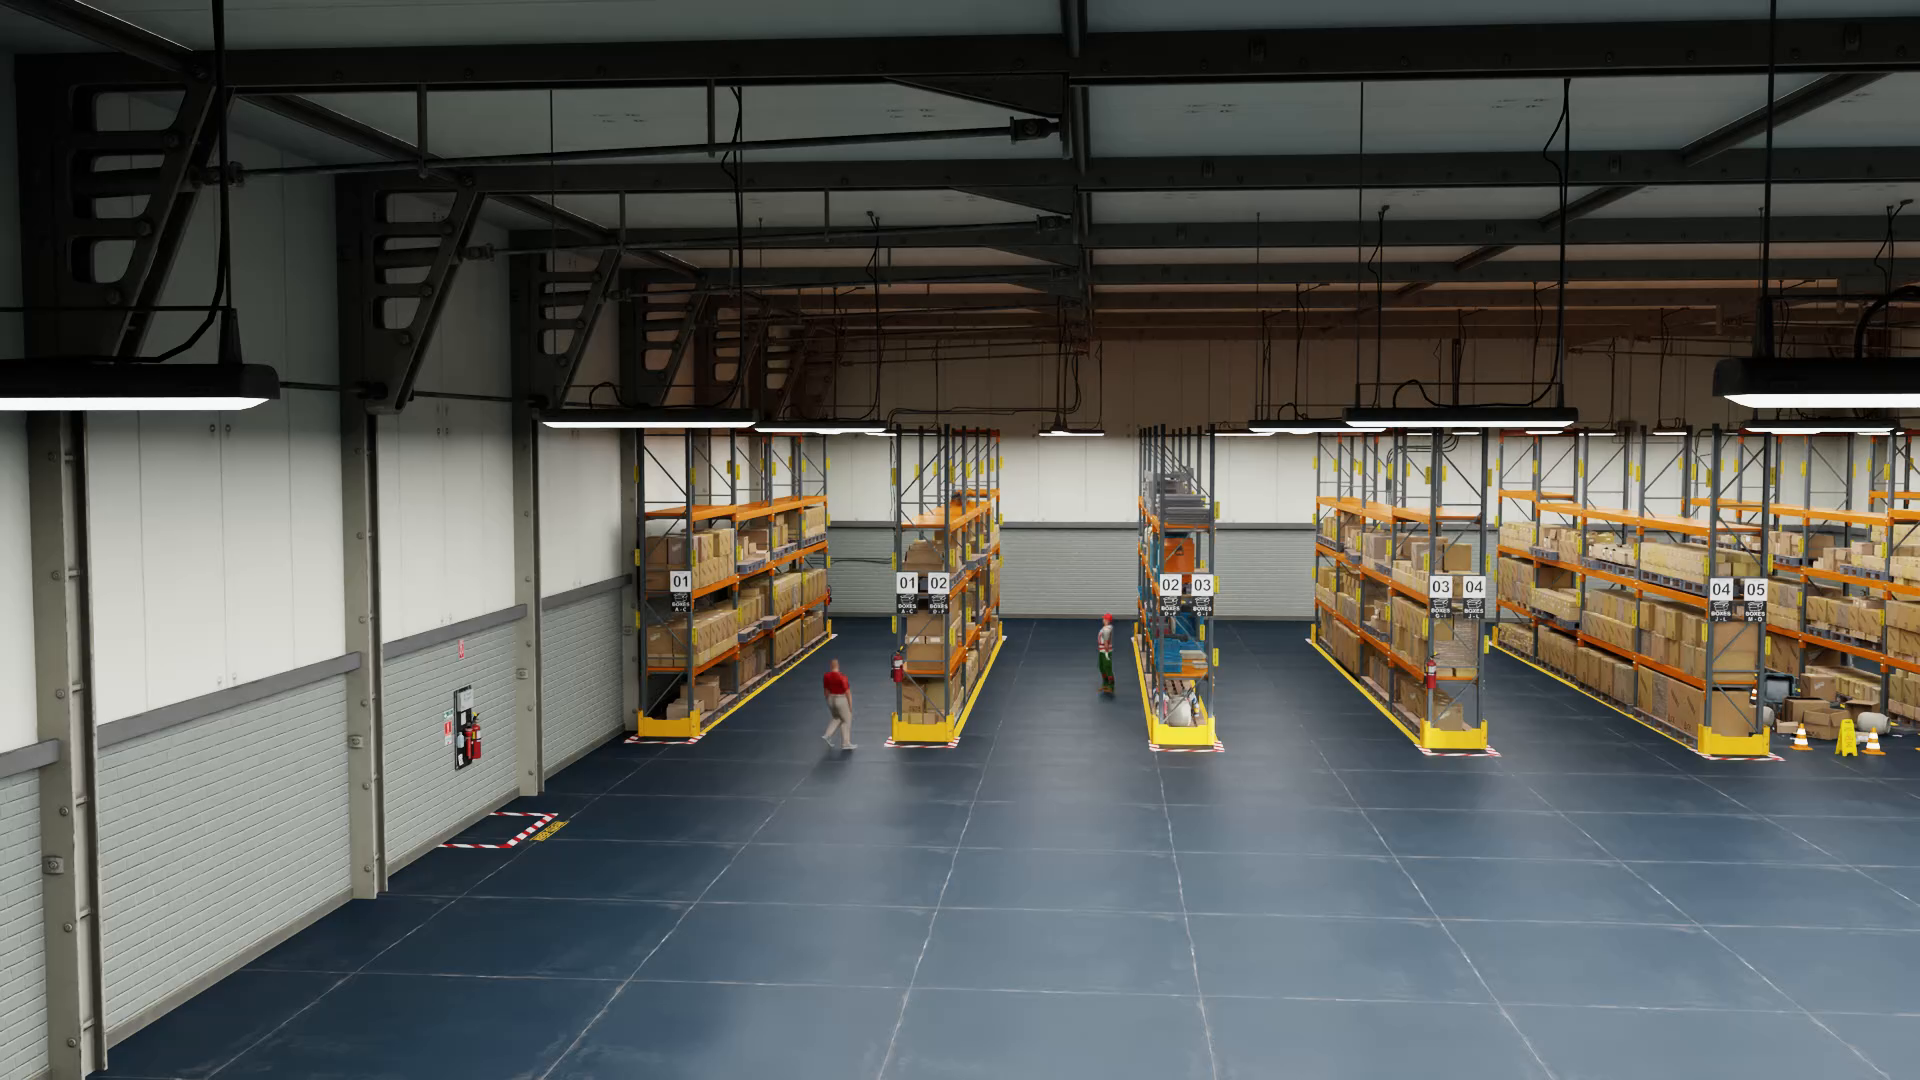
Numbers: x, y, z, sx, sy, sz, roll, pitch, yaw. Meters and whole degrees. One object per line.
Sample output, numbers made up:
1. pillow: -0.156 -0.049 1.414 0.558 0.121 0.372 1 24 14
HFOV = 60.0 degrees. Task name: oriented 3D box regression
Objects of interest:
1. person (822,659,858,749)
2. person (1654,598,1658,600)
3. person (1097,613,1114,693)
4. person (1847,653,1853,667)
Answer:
1. person: -2.230 3.016 30.685 0.638 1.695 0.580 3 5 44
2. person: 17.587 2.304 42.142 0.447 1.681 0.518 2 4 33
3. person: 3.295 2.543 37.566 0.373 1.818 0.719 0 3 1
4. person: 21.632 2.360 40.684 0.443 1.791 0.592 2 4 34
